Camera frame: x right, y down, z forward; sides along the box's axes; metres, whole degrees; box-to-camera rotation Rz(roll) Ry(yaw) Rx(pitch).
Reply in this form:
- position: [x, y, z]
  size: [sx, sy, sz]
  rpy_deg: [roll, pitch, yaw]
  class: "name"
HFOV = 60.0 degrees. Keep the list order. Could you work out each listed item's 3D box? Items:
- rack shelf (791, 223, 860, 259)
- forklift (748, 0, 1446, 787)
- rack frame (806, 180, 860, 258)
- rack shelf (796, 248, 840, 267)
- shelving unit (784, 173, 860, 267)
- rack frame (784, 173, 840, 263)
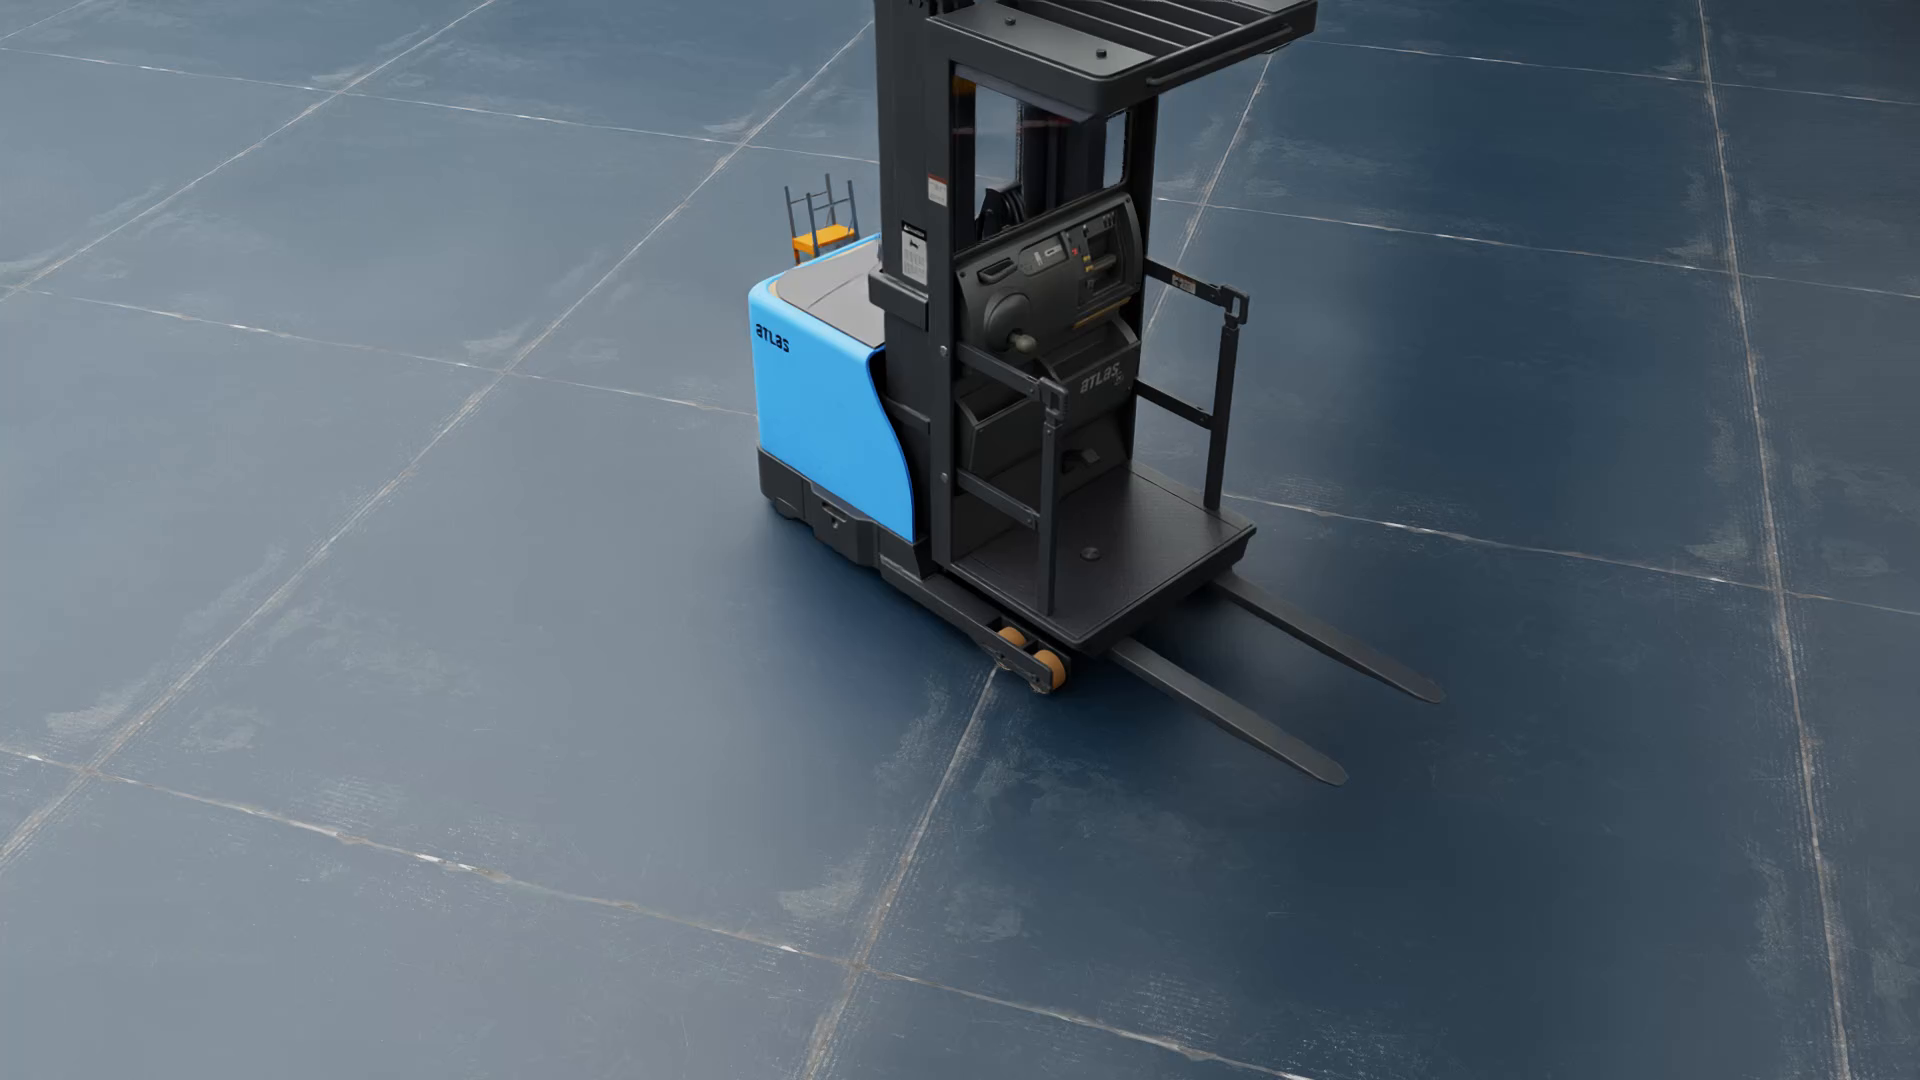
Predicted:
- position: [-0.602, -1.335, 7.515]
  size: [0.258, 0.103, 0.180]
  rpy_deg: [-25, 33, -29]
  class: "rack shelf"
- position: [0.491, -0.934, 6.047]
  size: [1.130, 2.935, 3.031]
  rpy_deg: [-30, 46, -34]
  class: "forklift"
- position: [-0.514, -1.030, 7.597]
  size: [0.240, 1.200, 0.006]
  rpy_deg: [-25, 33, -29]
  class: "rack frame"
- position: [-0.590, -1.230, 7.571]
  size: [0.258, 0.103, 0.180]
  rpy_deg: [-25, 33, -29]
  class: "rack shelf"
- position: [-0.569, -1.059, 7.664]
  size: [0.258, 1.200, 0.189]
  rpy_deg: [-25, 33, -29]
  class: "shelving unit"
- position: [-0.624, -1.089, 7.731]
  size: [0.240, 1.200, 0.006]
  rpy_deg: [-25, 33, -29]
  class: "rack frame"
